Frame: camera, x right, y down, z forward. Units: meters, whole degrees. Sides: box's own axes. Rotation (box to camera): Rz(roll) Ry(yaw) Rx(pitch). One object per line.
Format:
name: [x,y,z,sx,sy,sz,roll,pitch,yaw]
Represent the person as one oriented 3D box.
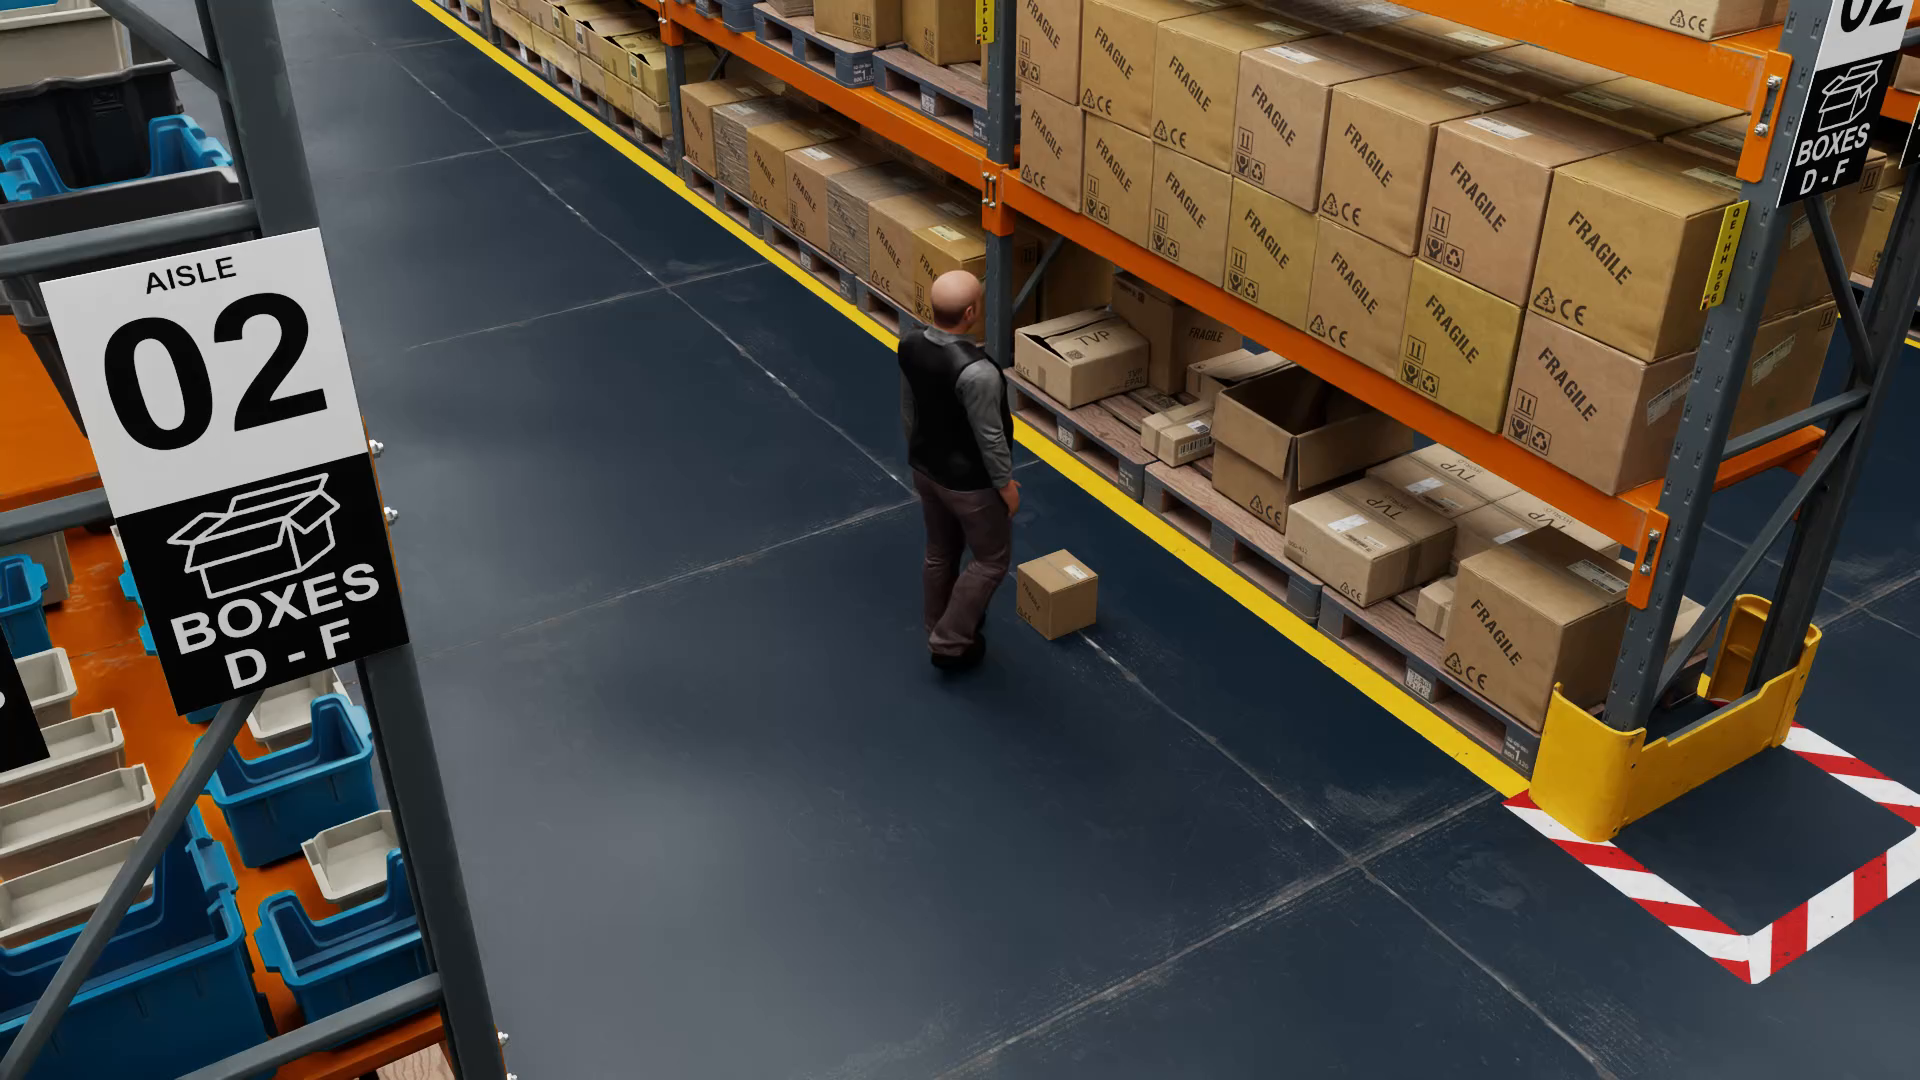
person: [0.002,-0.262,6.557,0.463,1.731,0.552,-24,40,-33]
